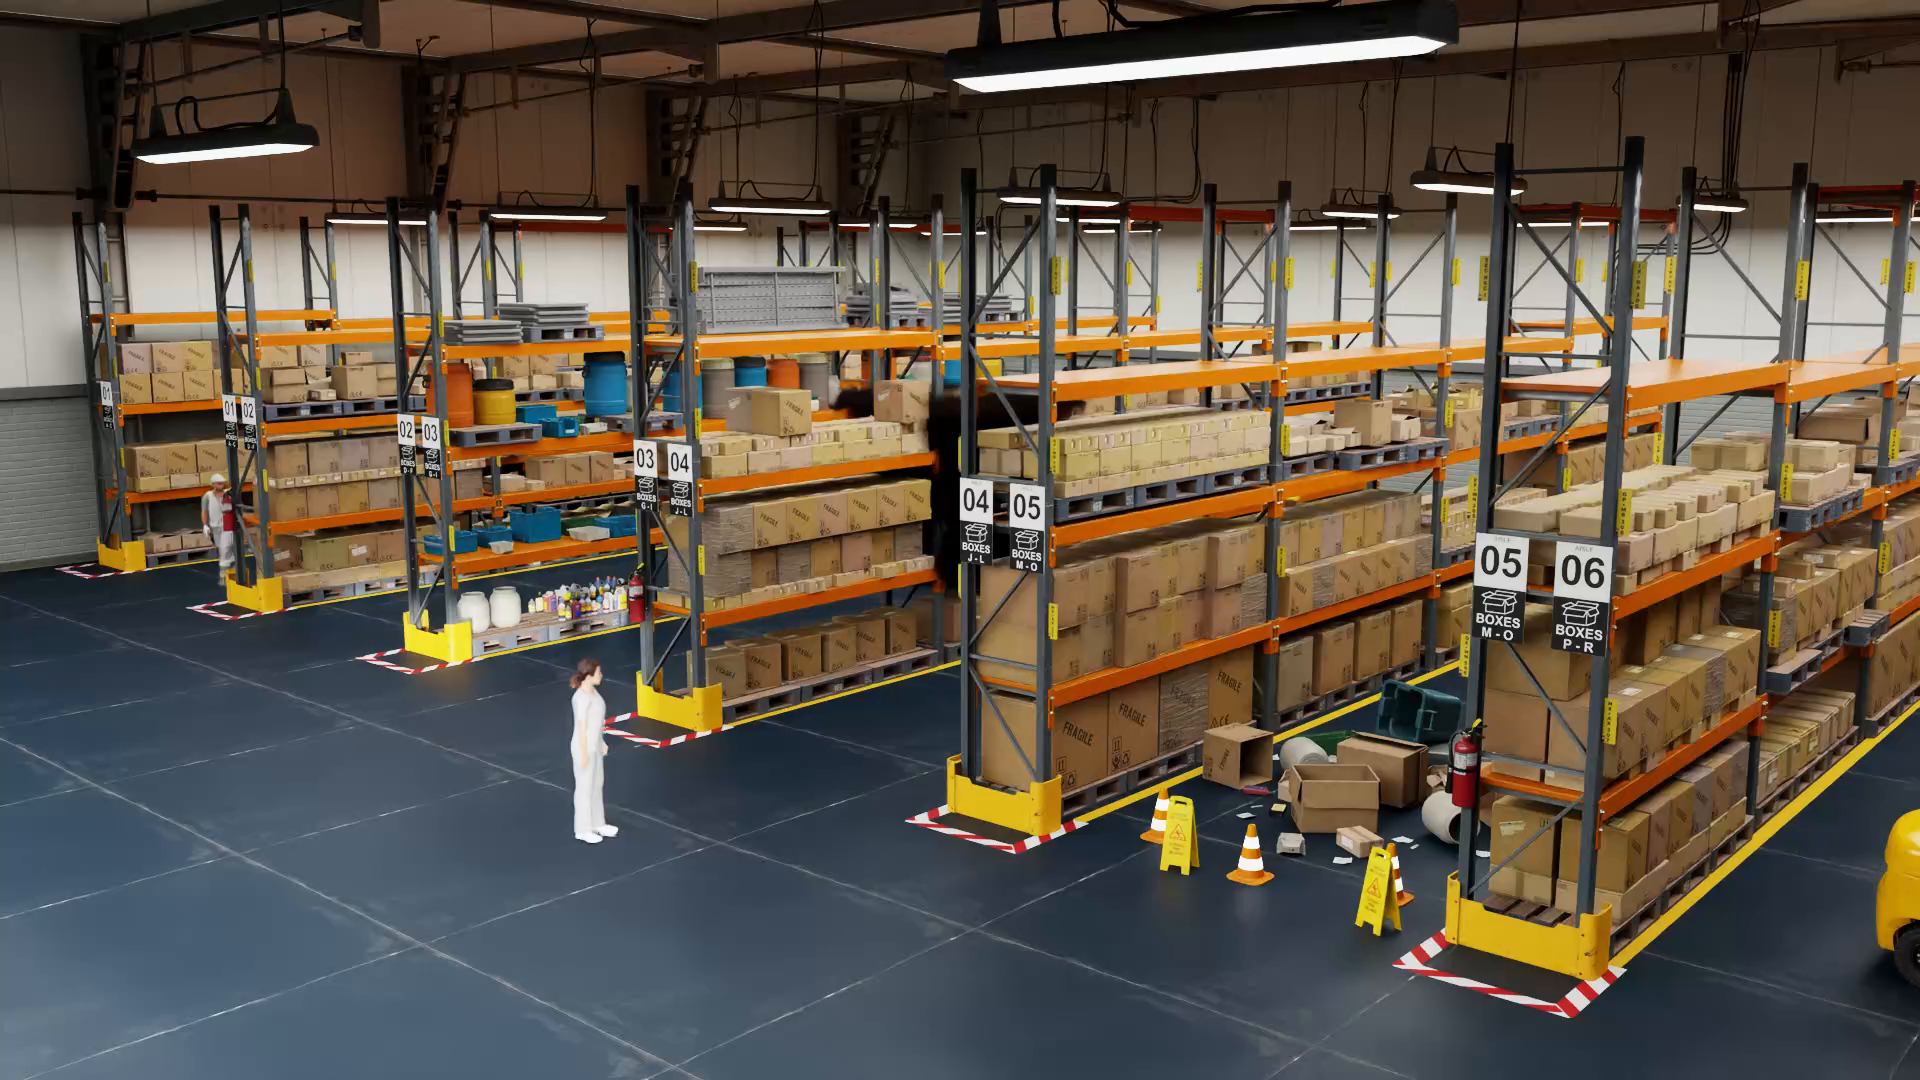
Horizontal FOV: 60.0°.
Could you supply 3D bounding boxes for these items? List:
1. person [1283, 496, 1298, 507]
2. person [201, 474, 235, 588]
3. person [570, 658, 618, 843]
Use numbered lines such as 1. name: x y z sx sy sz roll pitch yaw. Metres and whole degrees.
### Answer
1. person: 5.023 0.112 25.393 1.013 1.730 0.617 -9 13 -42
2. person: -12.008 -0.182 26.990 0.484 1.797 0.841 1 10 7
3. person: -3.315 1.879 14.932 0.358 1.683 0.458 0 9 1
